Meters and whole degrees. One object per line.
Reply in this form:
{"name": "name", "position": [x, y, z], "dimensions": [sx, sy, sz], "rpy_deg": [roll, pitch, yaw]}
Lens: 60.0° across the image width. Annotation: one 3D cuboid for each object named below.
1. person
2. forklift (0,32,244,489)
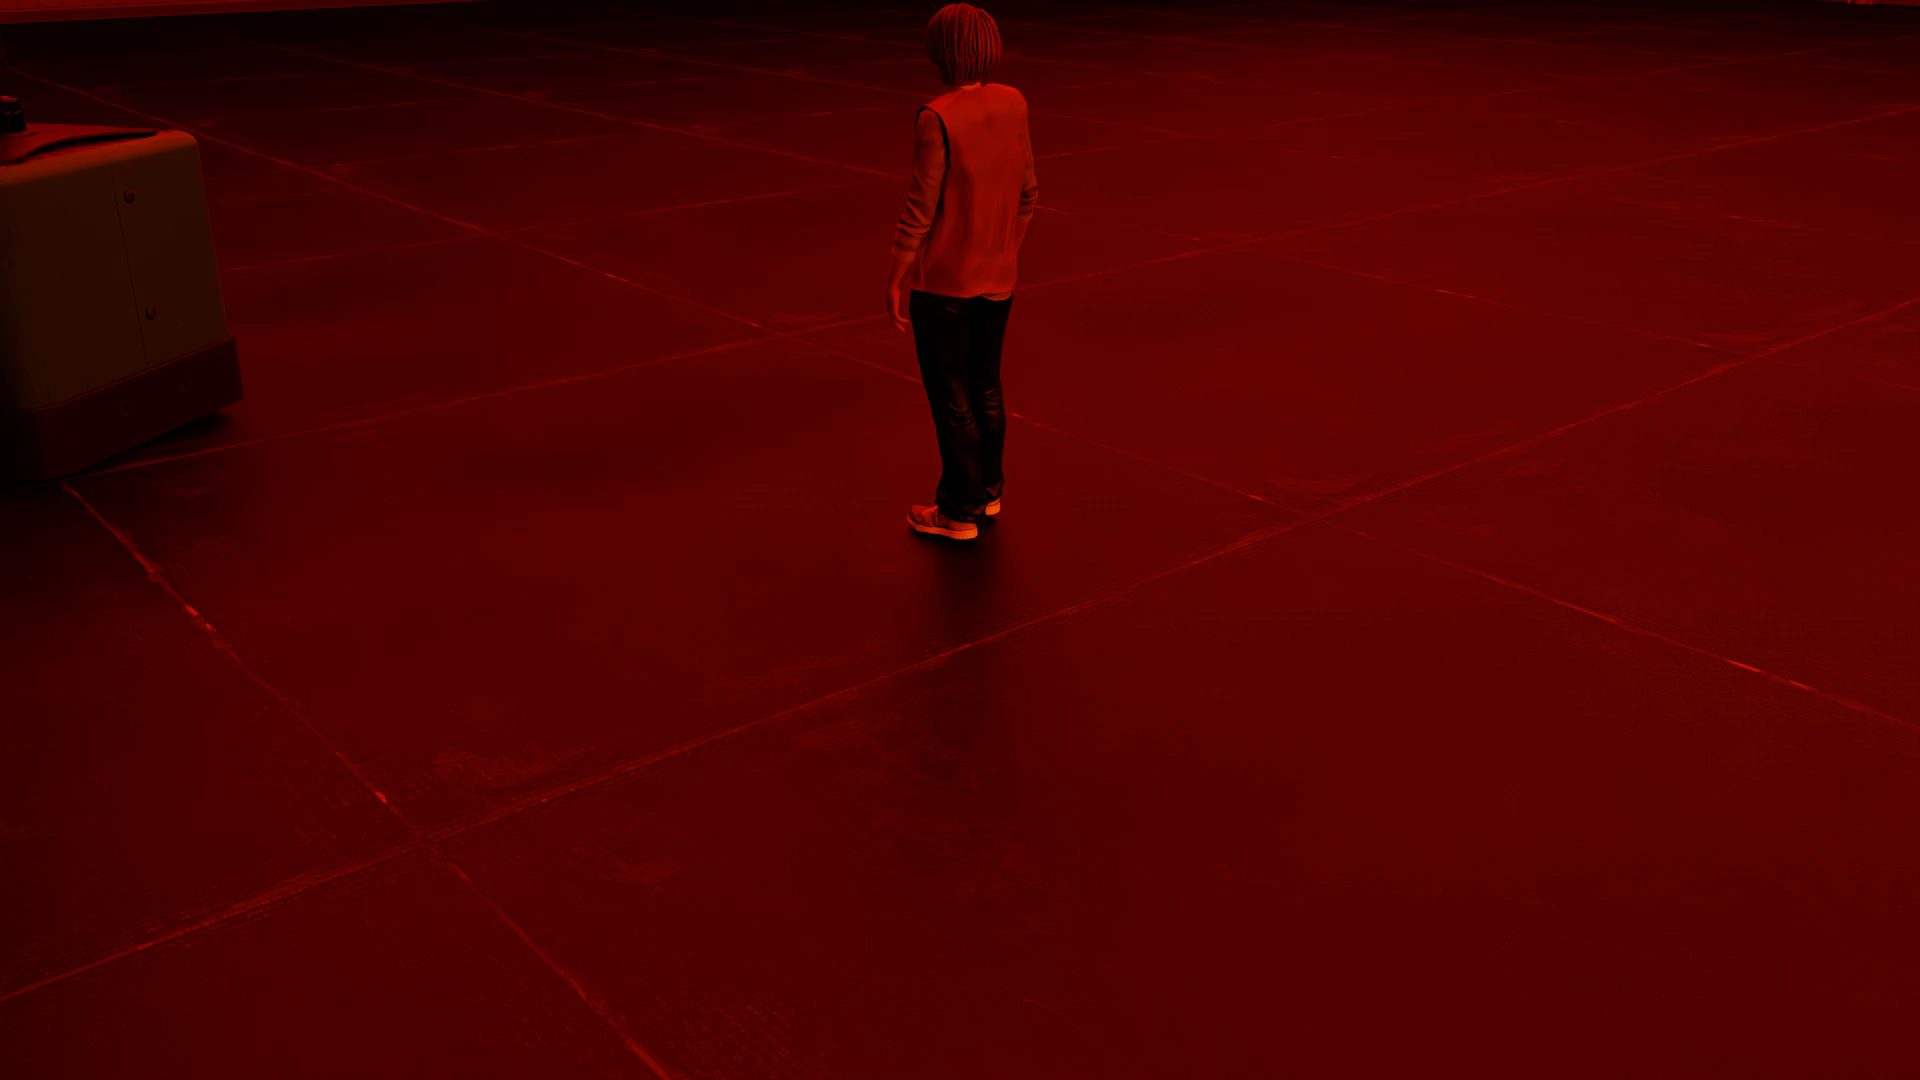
{"name": "person", "position": [-0.038, -0.772, 4.954], "dimensions": [0.521, 1.599, 0.473], "rpy_deg": [-17, 28, -37]}
{"name": "forklift", "position": [-4.312, -1.816, 5.785], "dimensions": [3.031, 2.935, 1.130], "rpy_deg": [6, 22, 14]}
